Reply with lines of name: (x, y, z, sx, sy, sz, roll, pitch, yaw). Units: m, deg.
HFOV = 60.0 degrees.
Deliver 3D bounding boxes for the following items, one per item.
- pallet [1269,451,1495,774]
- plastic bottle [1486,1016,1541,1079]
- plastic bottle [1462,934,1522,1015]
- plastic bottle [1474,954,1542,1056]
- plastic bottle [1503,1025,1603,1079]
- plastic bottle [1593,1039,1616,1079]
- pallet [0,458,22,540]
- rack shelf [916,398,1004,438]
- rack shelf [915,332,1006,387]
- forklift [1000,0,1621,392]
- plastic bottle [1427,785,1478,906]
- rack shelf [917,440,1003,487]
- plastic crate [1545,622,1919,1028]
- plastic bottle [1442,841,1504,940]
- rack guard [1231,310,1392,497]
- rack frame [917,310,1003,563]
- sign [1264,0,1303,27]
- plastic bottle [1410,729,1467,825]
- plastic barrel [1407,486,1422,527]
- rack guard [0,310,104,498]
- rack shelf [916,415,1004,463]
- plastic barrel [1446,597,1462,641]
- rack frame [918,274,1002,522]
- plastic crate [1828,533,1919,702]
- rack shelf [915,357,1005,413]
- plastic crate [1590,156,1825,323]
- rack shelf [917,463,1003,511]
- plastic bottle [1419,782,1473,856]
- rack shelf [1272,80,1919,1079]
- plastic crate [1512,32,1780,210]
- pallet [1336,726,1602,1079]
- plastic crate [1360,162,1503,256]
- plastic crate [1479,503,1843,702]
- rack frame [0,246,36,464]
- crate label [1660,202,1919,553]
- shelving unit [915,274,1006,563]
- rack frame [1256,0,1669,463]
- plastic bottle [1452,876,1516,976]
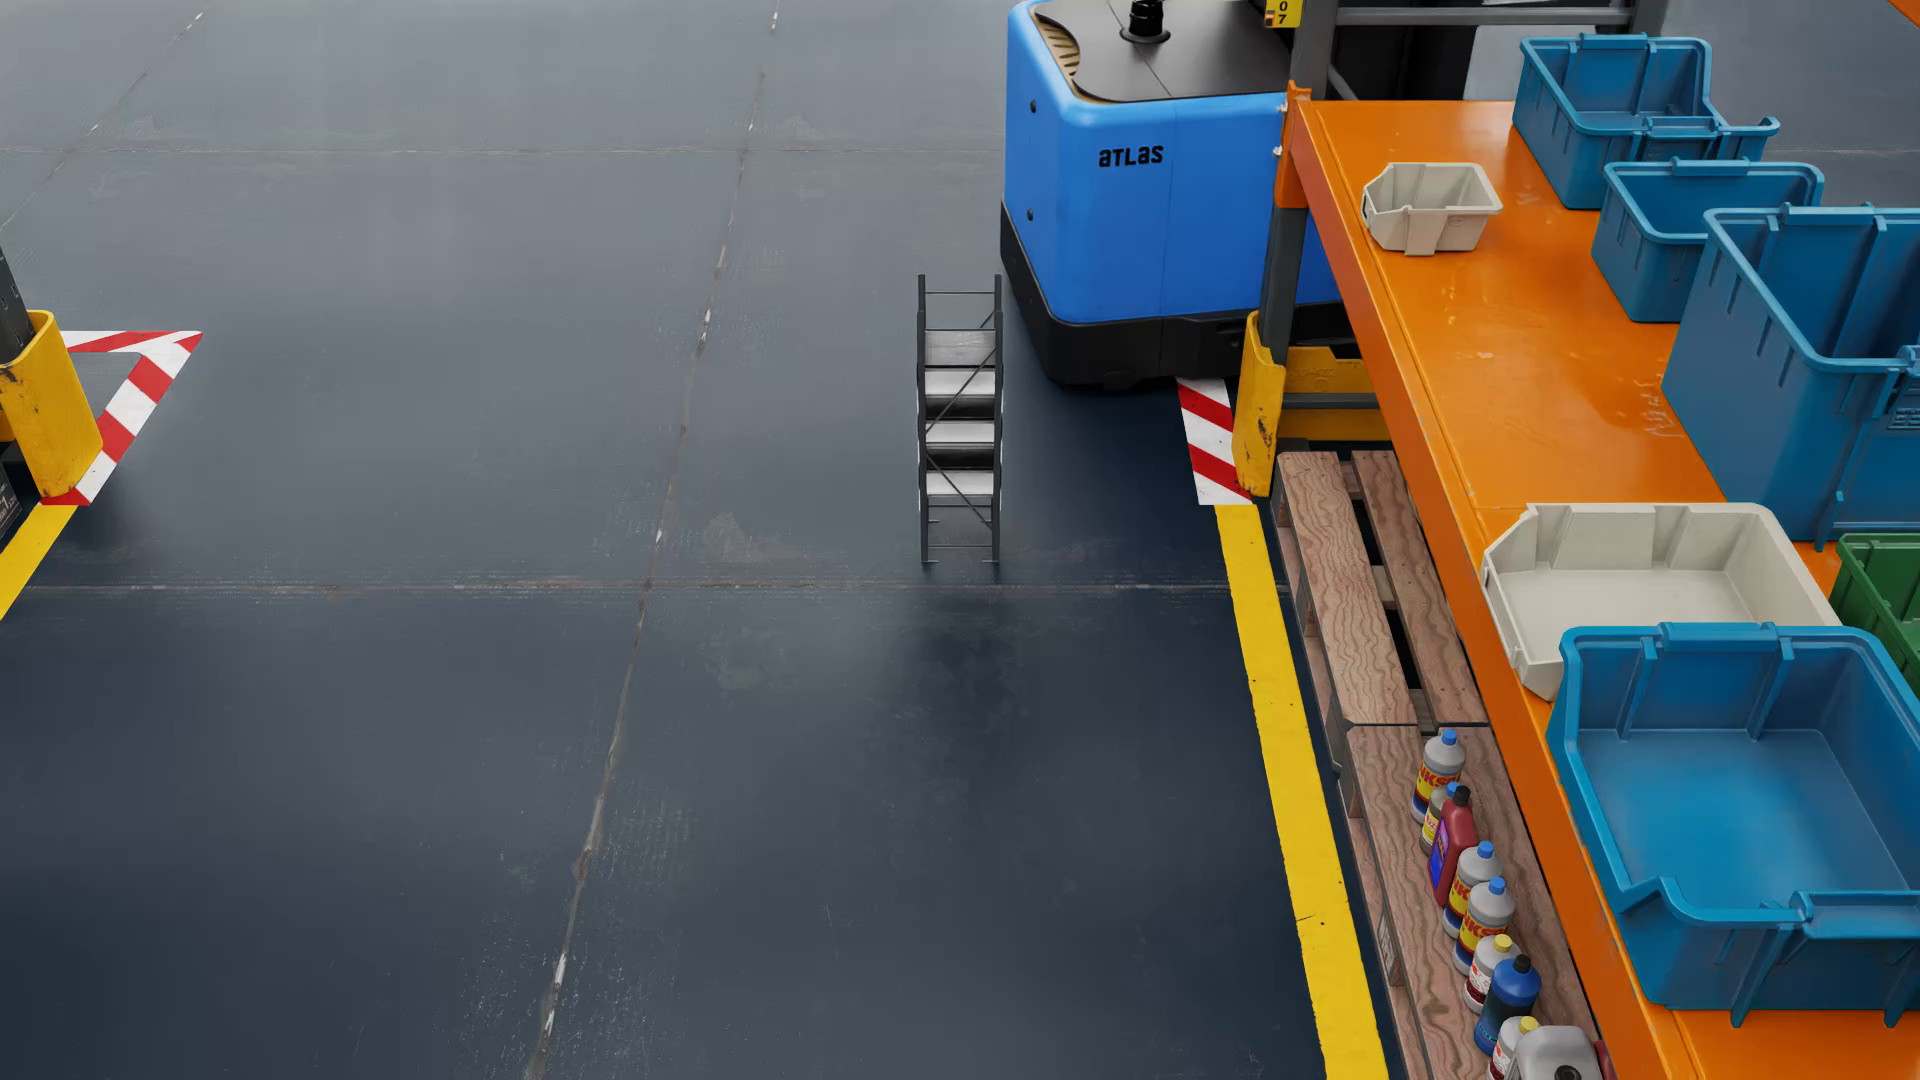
pallet: (1.502, 0.177, 4.861, 1.003, 0.211, 1.213, 0, 39, 0)
plastic bottle: (1.151, 1.055, 3.421, 0.097, 0.201, 0.097, 0, 39, 0)
plastic bottle: (1.150, 0.926, 3.582, 0.097, 0.201, 0.097, 0, 39, 0)
plastic bottle: (1.150, 0.963, 3.479, 0.097, 0.271, 0.097, 0, 39, 0)
plastic bottle: (1.178, 1.099, 3.306, 0.152, 0.276, 0.135, 1, 39, 1)
plastic bottle: (1.285, 1.096, 3.304, 0.061, 0.283, 0.133, 0, 39, 0)
pallet: (-3.528, 0.180, 4.856, 1.003, 0.211, 1.213, 0, 39, 0)
rack shelf: (0.000, -0.390, 4.927, 0.258, 0.077, 0.200, 0, 39, 0)
rack shelf: (0.000, -0.531, 4.814, 0.258, 0.077, 0.200, 0, 39, 0)
forklift: (1.723, -2.105, 5.533, 3.031, 2.935, 1.130, -6, 39, -8)
plastic bottle: (1.132, 0.697, 3.802, 0.061, 0.283, 0.133, 1, 39, 1)
rack shelf: (0.000, -0.250, 5.039, 0.258, 0.077, 0.200, 0, 39, 0)
plastic crate: (1.191, 0.400, 2.471, 0.499, 0.251, 0.616, 0, 39, 0)
plastic bottle: (1.150, 0.774, 3.715, 0.097, 0.271, 0.097, 0, 39, 0)
rack guard: (1.506, -0.444, 5.405, 1.175, 0.500, 0.348, 0, 39, 0)
rack frame: (0.000, -0.282, 4.883, 0.240, 0.900, 0.006, 0, 39, 0)
sign: (0.909, -1.577, 4.598, 0.100, 0.325, 0.005, 0, 39, 0)
plastic bottle: (1.150, 0.560, 3.983, 0.097, 0.271, 0.097, 0, 39, 0)
plastic barrel: (1.536, -0.249, 4.815, 0.421, 0.512, 0.421, 0, 39, 0)
rack guard: (-3.494, -0.441, 5.400, 1.175, 0.500, 0.348, 0, 39, 0)
rack shelf: (0.000, -0.320, 4.983, 0.258, 0.077, 0.200, 0, 39, 0)
plastic barrel: (1.537, 0.065, 4.424, 0.421, 0.512, 0.421, 0, 39, 0)
rack frame: (0.000, -0.410, 5.042, 0.240, 0.900, 0.006, 0, 39, 0)
plastic crate: (1.745, 0.268, 2.687, 0.450, 0.188, 0.662, 0, 39, 0)
rack shelf: (0.000, -0.461, 4.871, 0.258, 0.077, 0.200, 0, 39, 0)
plastic crate: (1.754, -0.690, 3.832, 0.499, 0.251, 0.408, 0, 39, 0)
rack shelf: (0.000, -0.180, 5.096, 0.258, 0.077, 0.200, 0, 39, 0)
plastic bottle: (1.150, 0.652, 3.924, 0.097, 0.201, 0.097, 0, 39, 0)
rack shelf: (1.462, 0.064, 3.346, 1.077, 0.370, 4.000, 0, 39, 0)
plastic crate: (1.759, -1.096, 4.338, 0.499, 0.251, 0.616, 0, 39, 0)
pallet: (1.500, 0.938, 3.911, 1.003, 0.211, 1.213, 0, 39, 0)
plastic crate: (1.138, -0.804, 4.066, 0.298, 0.136, 0.250, 0, 39, 0)
plastic crate: (1.209, 0.122, 2.910, 0.530, 0.136, 0.437, 0, 39, 0)
rack frame: (-3.494, -1.464, 4.678, 1.000, 3.000, 0.127, 0, 39, 0)
crate label: (1.732, -0.330, 3.235, 0.502, 0.435, 0.616, 0, 39, 0)
shelving unit: (0.000, -0.346, 4.962, 0.258, 0.900, 0.210, 0, 39, 0)
rack frame: (1.459, -1.467, 4.682, 1.000, 3.000, 0.127, 0, 39, 0)
plastic bottle: (1.150, 0.837, 3.637, 0.097, 0.271, 0.097, 0, 39, 0)
